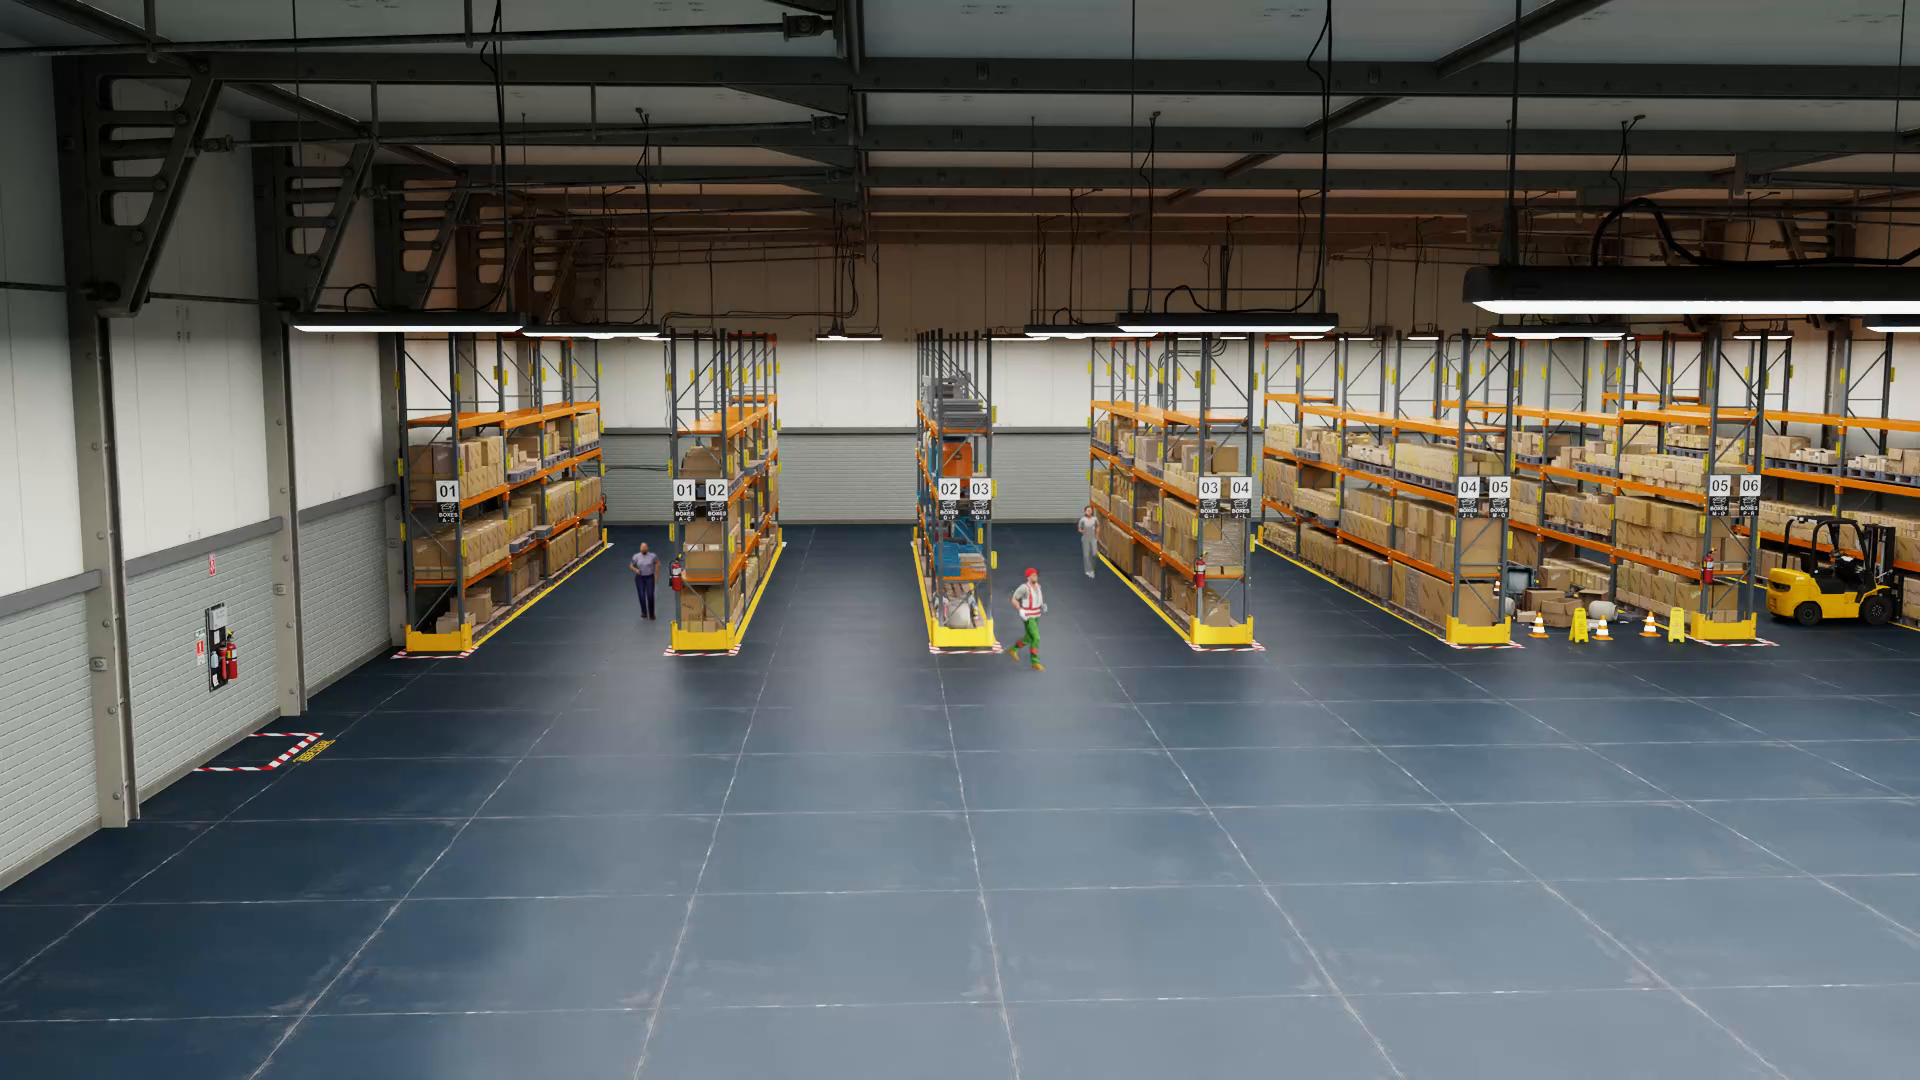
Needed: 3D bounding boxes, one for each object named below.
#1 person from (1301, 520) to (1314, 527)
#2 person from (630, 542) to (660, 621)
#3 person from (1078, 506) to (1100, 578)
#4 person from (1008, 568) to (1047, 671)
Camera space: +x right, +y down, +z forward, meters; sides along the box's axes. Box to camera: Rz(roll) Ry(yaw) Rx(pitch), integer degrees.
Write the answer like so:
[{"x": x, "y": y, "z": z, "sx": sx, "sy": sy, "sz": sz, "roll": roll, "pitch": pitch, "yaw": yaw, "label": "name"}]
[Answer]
[{"x": 10.081, "y": -0.877, "z": 48.782, "sx": 0.733, "sy": 1.722, "sz": 0.584, "roll": -6, "pitch": 9, "yaw": -43, "label": "person"}, {"x": -6.536, "y": 0.870, "z": 34.485, "sx": 0.597, "sy": 1.679, "sz": 0.695, "roll": -1, "pitch": 7, "yaw": -7, "label": "person"}, {"x": 3.032, "y": 0.052, "z": 38.845, "sx": 0.540, "sy": 1.705, "sz": 0.649, "roll": -1, "pitch": 7, "yaw": -5, "label": "person"}, {"x": 1.187, "y": 1.377, "z": 29.414, "sx": 0.857, "sy": 1.810, "sz": 0.626, "roll": 5, "pitch": 9, "yaw": 39, "label": "person"}]
